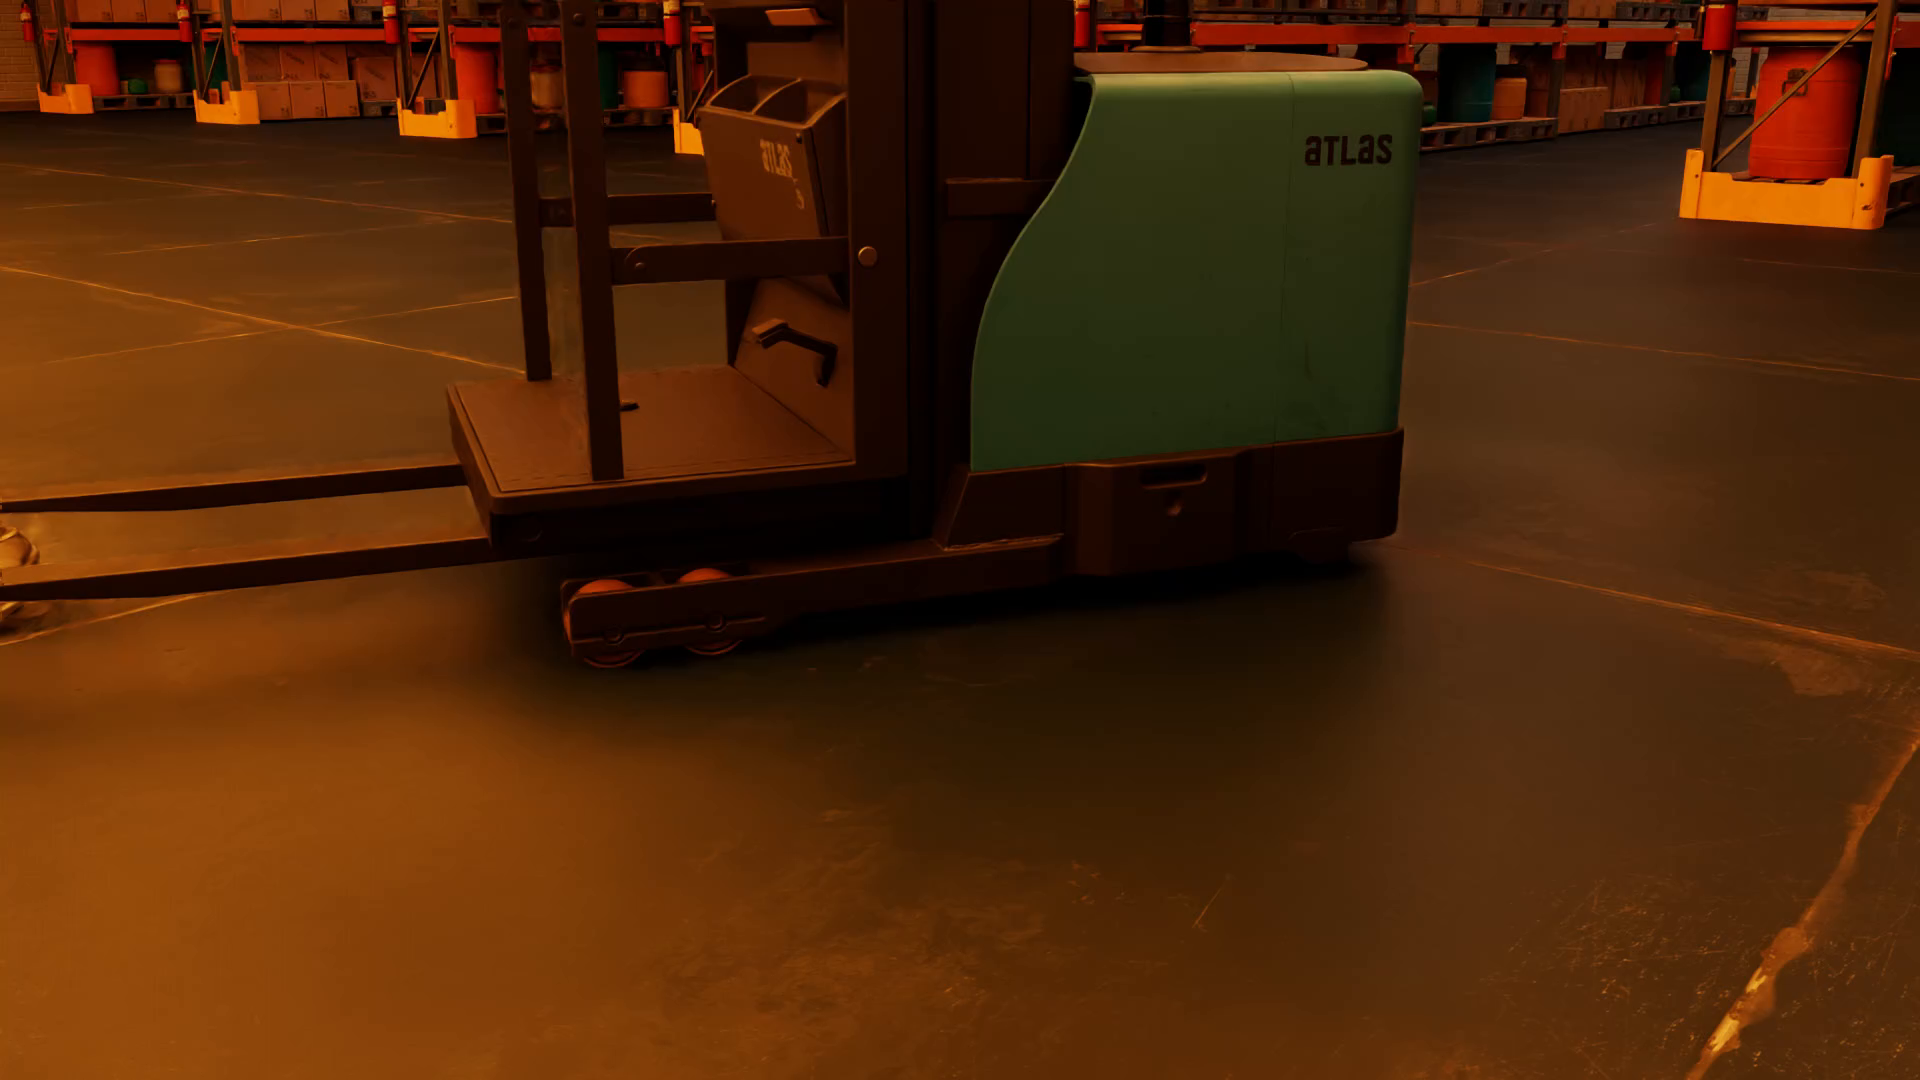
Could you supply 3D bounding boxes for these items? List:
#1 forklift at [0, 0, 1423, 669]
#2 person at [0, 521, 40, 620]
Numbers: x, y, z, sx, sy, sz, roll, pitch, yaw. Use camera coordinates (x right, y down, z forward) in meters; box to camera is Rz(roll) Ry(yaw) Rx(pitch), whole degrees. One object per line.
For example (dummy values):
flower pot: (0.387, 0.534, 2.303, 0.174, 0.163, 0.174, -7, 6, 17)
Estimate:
forklift: (-0.580, -1.332, 3.286, 3.031, 2.935, 1.130, -6, 18, -20)
person: (-2.515, -0.471, 3.108, 1.200, 1.397, 0.716, 4, 17, 12)
